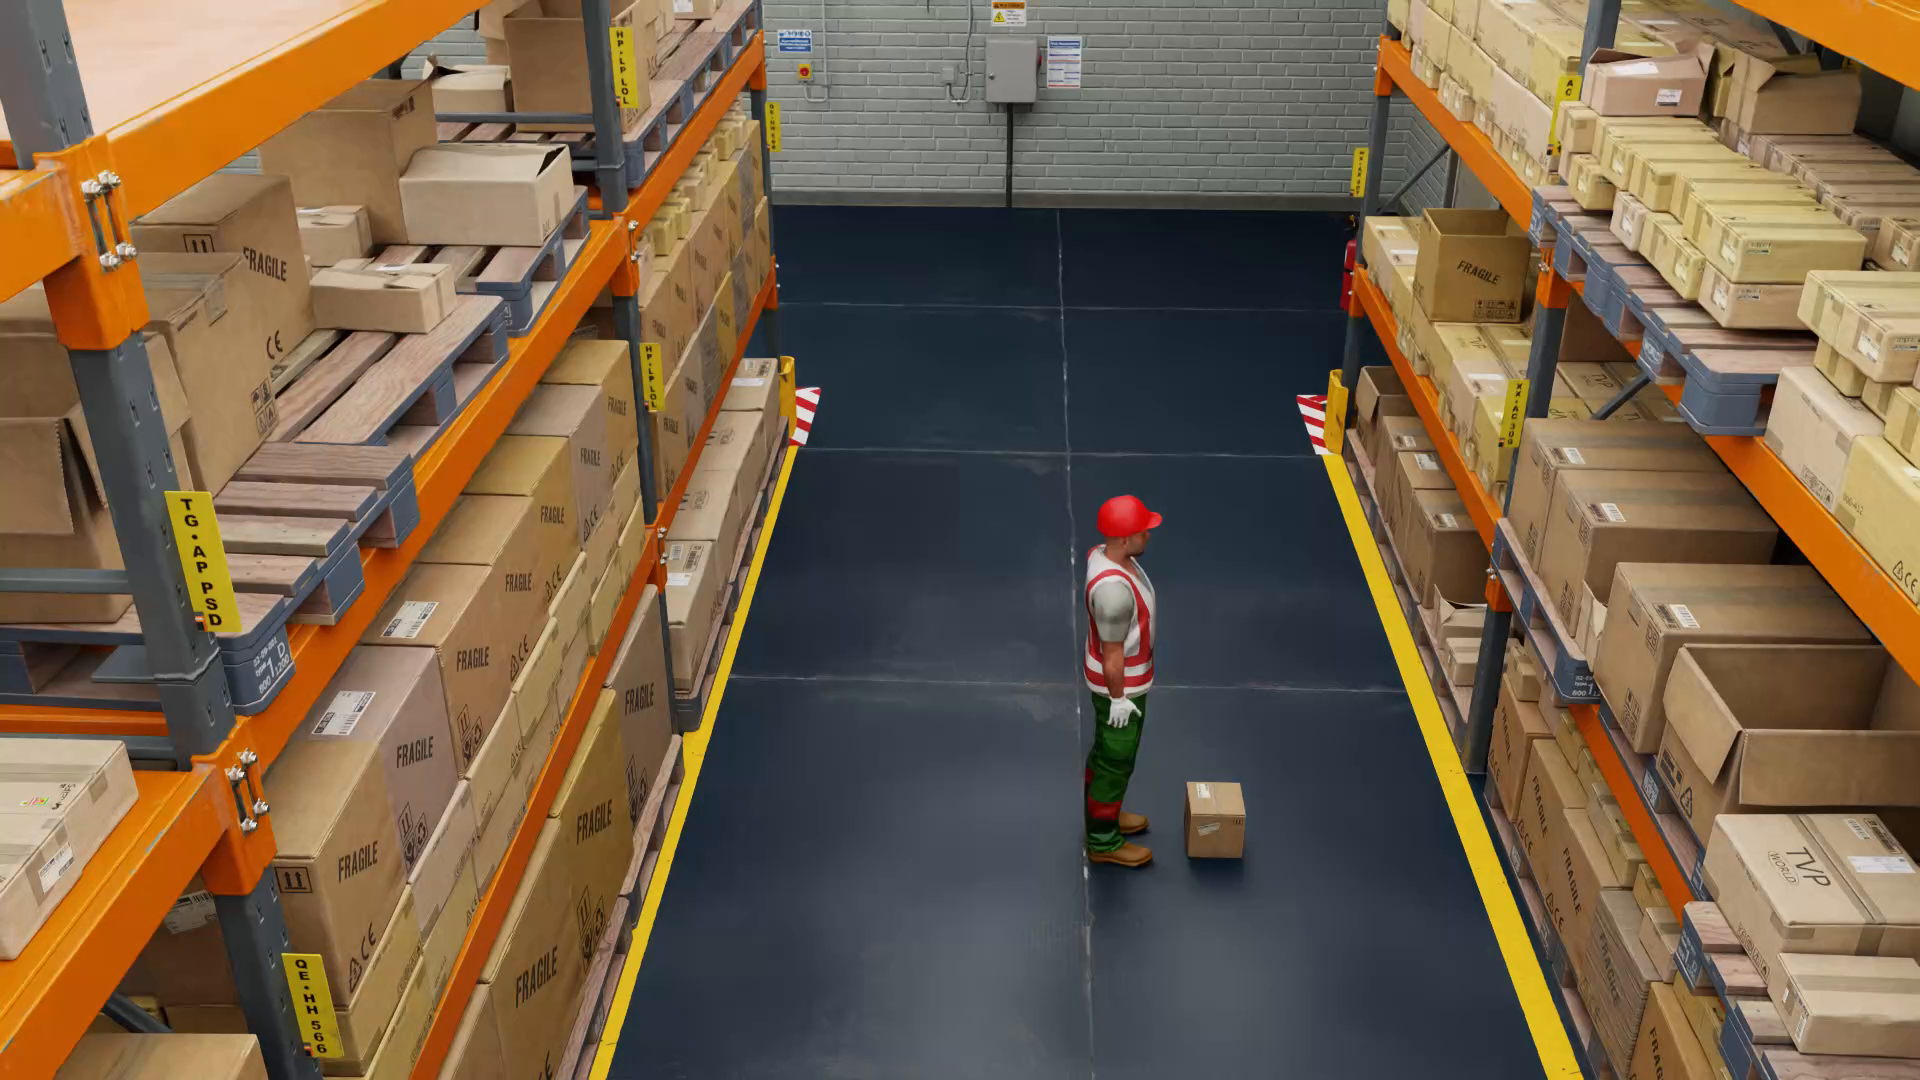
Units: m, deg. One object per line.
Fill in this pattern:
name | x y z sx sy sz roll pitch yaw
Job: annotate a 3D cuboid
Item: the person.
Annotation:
person | 0.851 1.014 7.633 0.887 0.894 0.571 1 28 2
